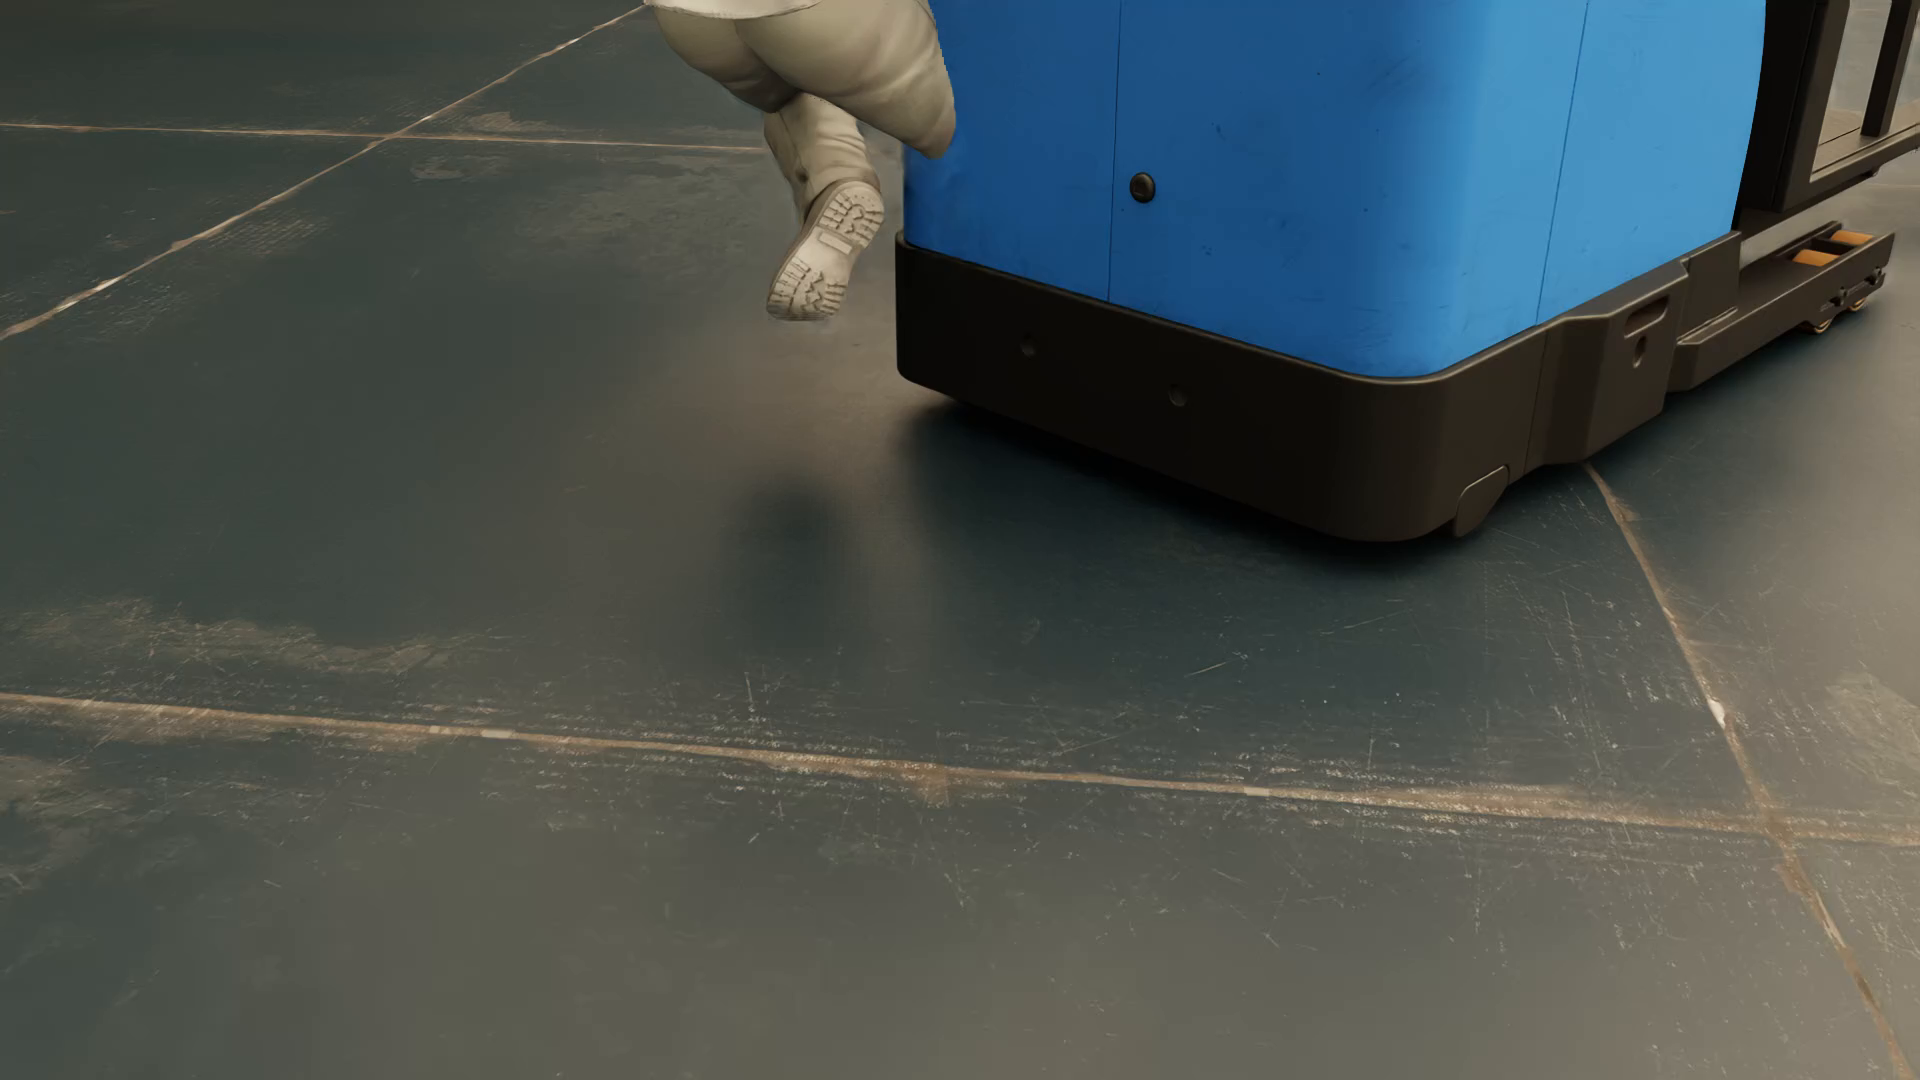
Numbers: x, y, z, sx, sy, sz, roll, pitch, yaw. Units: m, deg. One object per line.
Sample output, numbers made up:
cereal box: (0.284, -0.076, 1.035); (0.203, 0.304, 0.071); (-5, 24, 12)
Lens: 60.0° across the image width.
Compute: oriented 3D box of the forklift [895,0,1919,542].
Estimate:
forklift: (1.284, -1.867, 2.960); (1.130, 2.935, 3.031); (24, 35, 39)

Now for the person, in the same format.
person: (-0.102, -0.939, 2.664); (0.749, 1.532, 0.666); (13, 29, 25)
